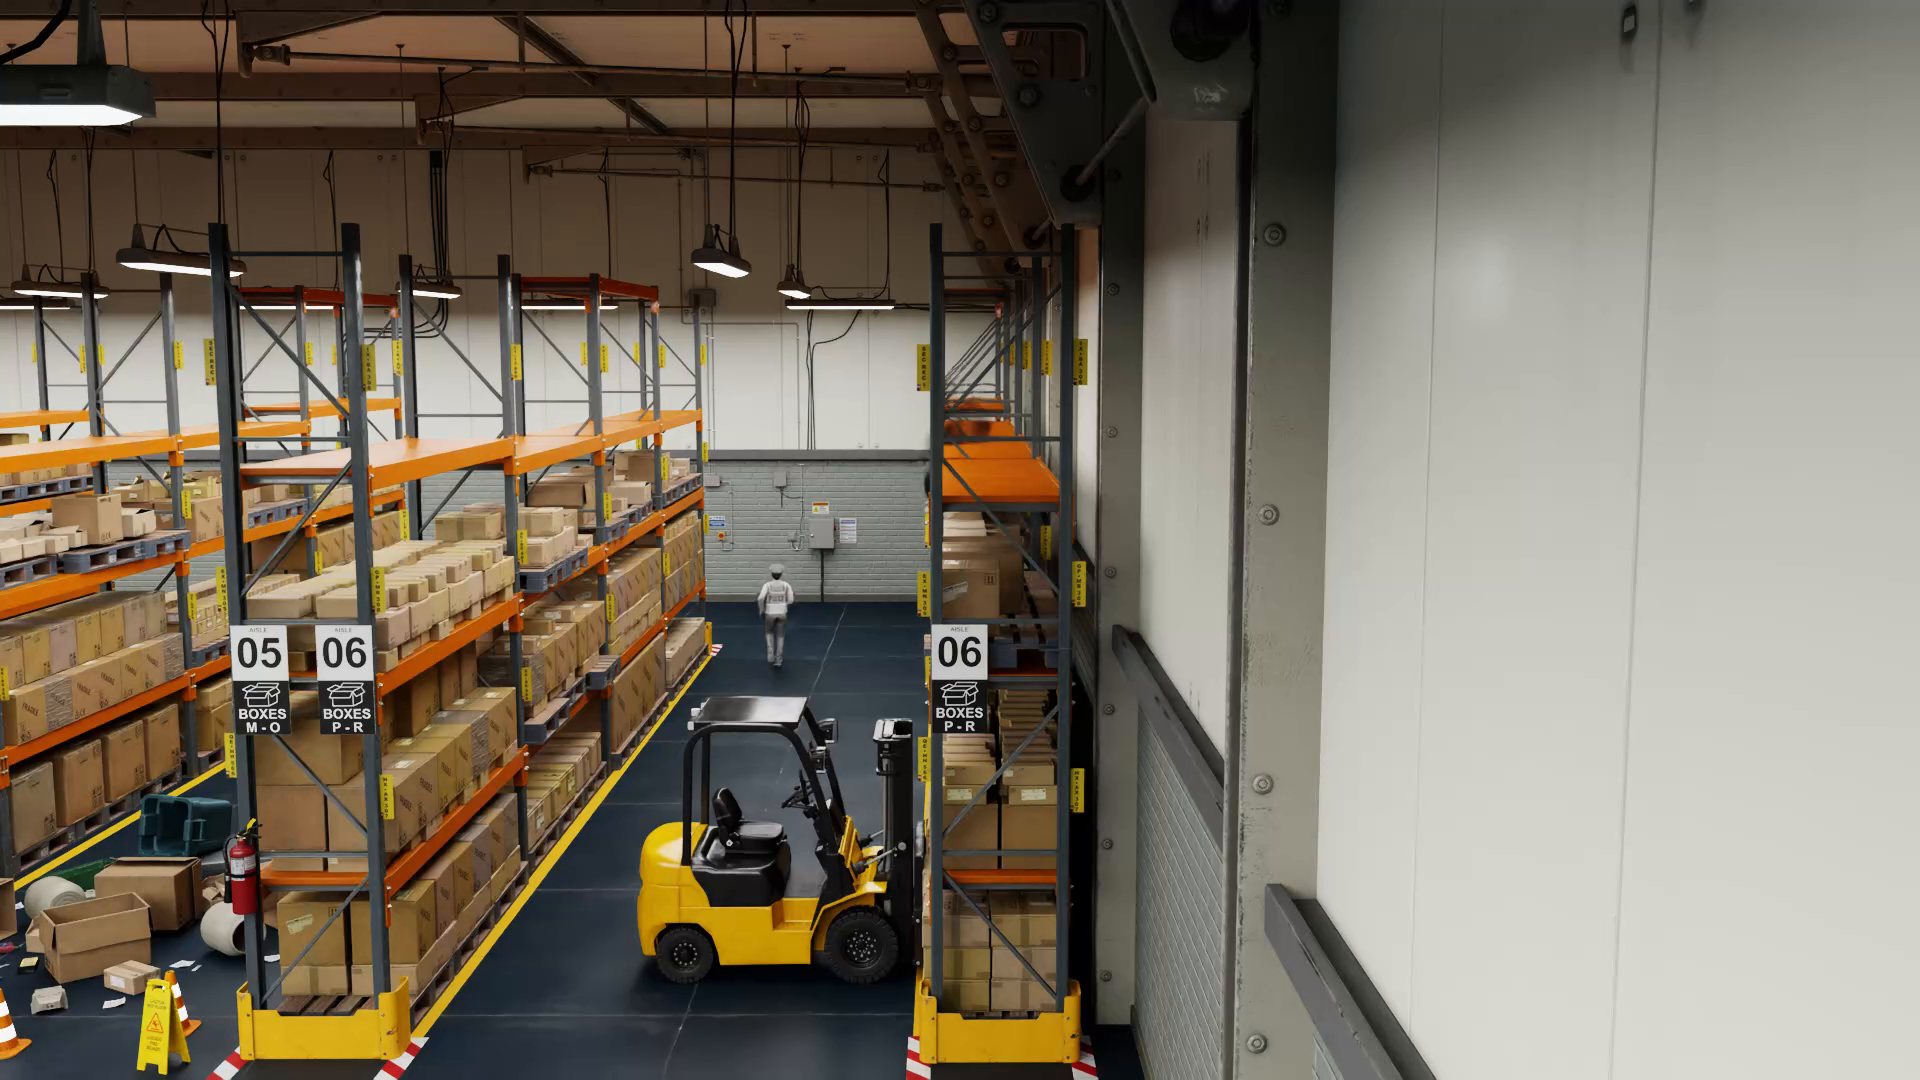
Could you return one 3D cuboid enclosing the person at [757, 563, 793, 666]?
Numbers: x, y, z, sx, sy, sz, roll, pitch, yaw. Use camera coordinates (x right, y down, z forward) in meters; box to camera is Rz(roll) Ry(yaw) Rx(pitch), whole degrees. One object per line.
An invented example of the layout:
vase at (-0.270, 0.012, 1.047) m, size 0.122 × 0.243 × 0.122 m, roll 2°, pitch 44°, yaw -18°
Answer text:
person at (-2.999, 1.197, 26.948) m, size 0.597 × 1.660 × 0.569 m, roll -1°, pitch 7°, yaw -11°
